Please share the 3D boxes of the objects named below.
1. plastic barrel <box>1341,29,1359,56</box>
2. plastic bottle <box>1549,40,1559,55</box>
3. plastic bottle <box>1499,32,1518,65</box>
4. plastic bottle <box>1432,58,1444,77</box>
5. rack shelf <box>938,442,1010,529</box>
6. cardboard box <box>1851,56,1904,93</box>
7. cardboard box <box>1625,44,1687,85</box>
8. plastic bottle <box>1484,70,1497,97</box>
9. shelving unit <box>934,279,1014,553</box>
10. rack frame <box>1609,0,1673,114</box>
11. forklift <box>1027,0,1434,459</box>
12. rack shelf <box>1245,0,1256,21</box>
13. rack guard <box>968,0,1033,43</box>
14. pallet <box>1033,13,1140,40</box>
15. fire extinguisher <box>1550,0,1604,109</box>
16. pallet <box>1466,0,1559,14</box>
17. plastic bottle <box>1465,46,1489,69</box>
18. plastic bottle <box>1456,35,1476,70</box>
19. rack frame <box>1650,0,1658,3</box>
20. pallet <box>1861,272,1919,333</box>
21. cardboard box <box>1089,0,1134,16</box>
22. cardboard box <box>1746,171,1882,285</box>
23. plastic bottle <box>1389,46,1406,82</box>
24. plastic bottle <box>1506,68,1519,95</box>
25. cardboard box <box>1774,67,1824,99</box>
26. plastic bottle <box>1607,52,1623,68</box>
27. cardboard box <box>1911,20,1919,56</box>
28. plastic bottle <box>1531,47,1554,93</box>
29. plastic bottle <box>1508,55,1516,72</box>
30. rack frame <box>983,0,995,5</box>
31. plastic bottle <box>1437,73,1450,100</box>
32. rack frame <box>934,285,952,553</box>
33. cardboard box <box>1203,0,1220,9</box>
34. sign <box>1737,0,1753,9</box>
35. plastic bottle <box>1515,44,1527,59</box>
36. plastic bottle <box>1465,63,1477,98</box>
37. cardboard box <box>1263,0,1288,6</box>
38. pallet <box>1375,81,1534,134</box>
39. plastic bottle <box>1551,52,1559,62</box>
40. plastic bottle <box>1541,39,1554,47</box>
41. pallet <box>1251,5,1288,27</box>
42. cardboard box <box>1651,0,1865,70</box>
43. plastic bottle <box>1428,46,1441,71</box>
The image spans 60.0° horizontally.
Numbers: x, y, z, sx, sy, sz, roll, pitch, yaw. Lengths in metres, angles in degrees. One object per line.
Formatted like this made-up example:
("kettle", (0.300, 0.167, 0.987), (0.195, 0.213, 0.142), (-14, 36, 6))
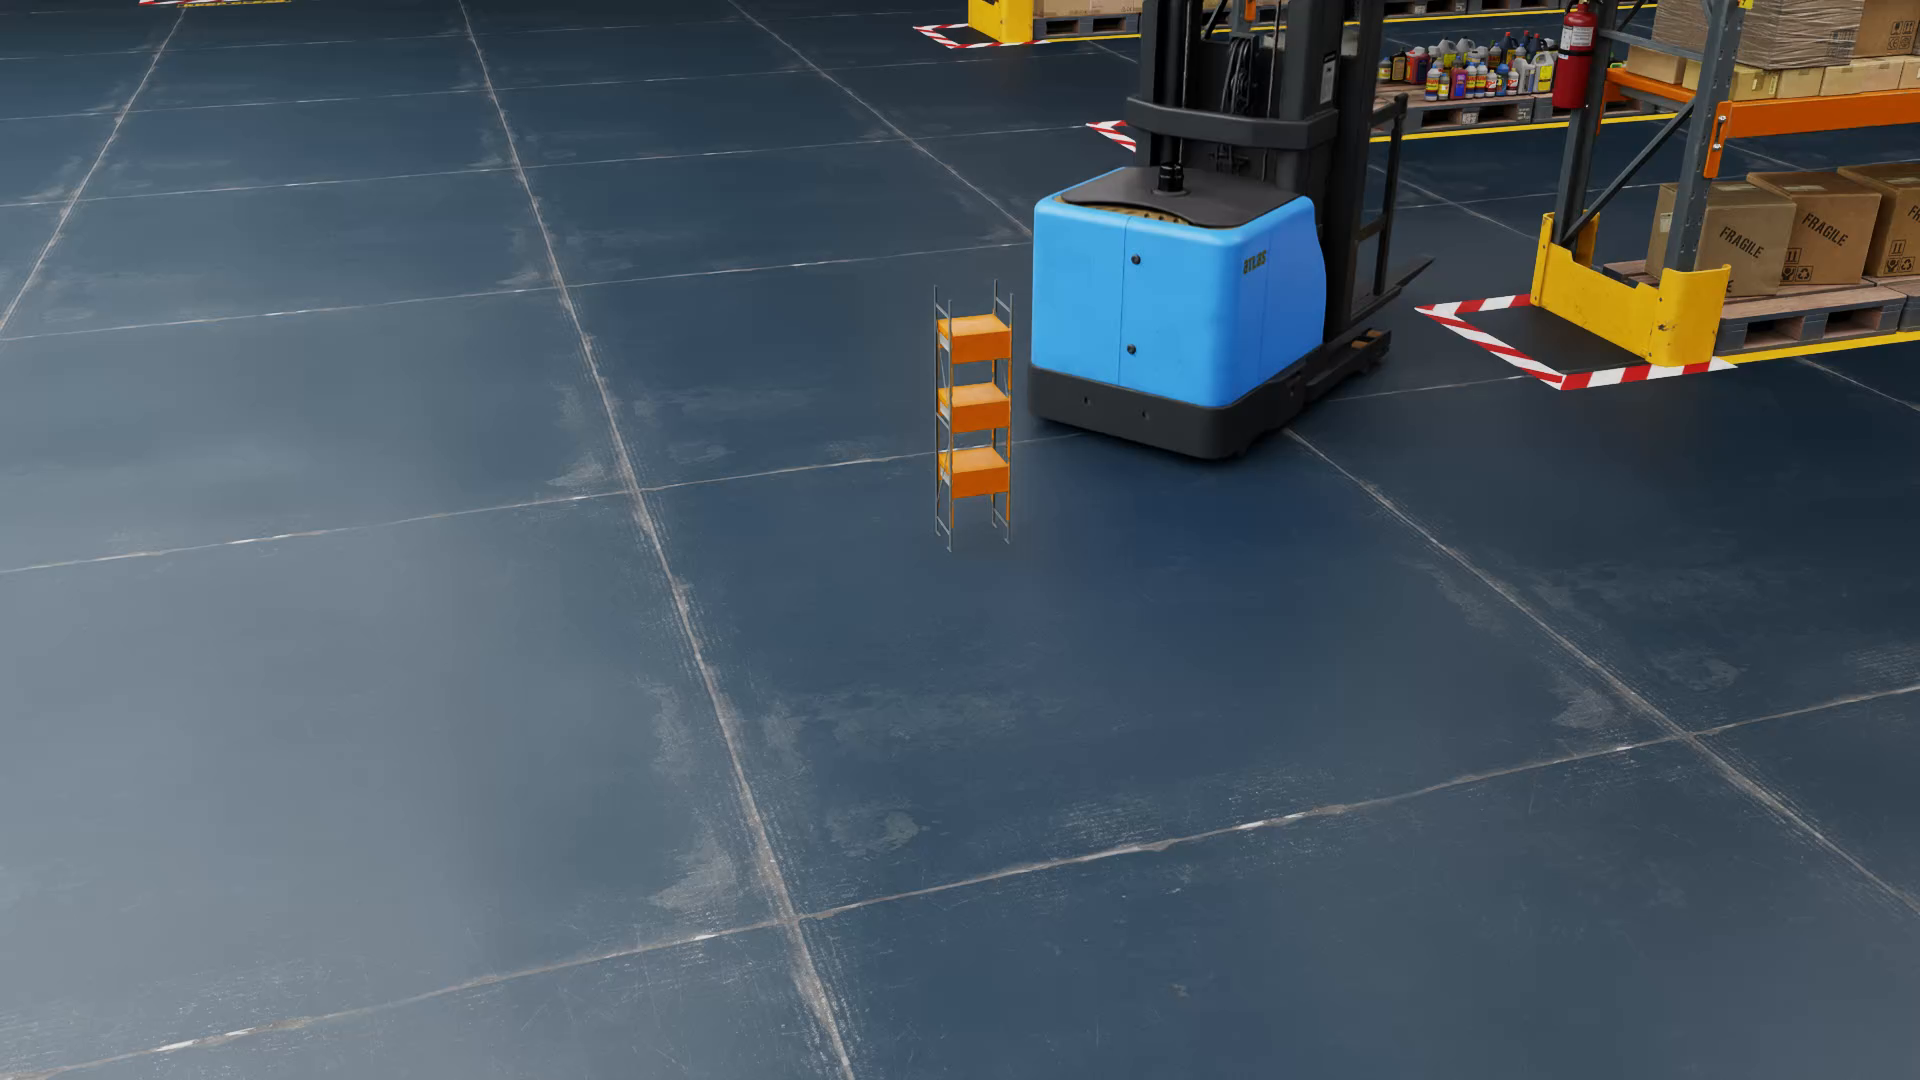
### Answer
("plastic barrel", (3.050, -3.843, 13.442), (0.421, 0.512, 0.421), (0, 26, 0))
("plastic bottle", (5.070, -4.148, 14.293), (0.133, 0.283, 0.061), (-8, 28, -16))
("plastic bottle", (4.699, -4.177, 14.274), (0.185, 0.351, 0.144), (-9, 28, -18))
("plastic bottle", (4.018, -3.951, 13.987), (0.097, 0.201, 0.097), (0, 26, 0))
("rack shelf", (0.051, -0.219, 6.660), (0.240, 0.259, 0.215), (-8, 28, -16))
("cardboard box", (4.567, -2.406, 8.506), (0.250, 0.149, 0.380), (-8, 28, -16))
("cardboard box", (3.712, -2.497, 8.688), (0.250, 0.149, 0.380), (-8, 28, -16))
("plastic bottle", (4.307, -3.713, 13.508), (0.097, 0.201, 0.097), (0, 26, 0))
("shelving unit", (0.051, -0.478, 6.531), (0.252, 1.050, 0.215), (-8, 28, -16))
("rack frame", (5.775, -5.128, 13.705), (0.127, 3.000, 1.000), (-8, 28, -16))
("forklift", (1.572, -2.269, 8.025), (1.130, 2.935, 3.031), (17, 31, 31))
("rack shelf", (3.873, -4.530, 13.311), (4.000, 0.370, 1.077), (-8, 28, -16))
("rack guard", (0.418, -5.549, 17.365), (0.348, 0.500, 1.175), (-8, 28, -16))
("pallet", (1.155, -5.546, 17.683), (1.213, 0.211, 1.003), (-8, 28, -16))
("fire extinguisher", (3.253, -2.627, 8.756), (0.183, 0.674, 0.296), (-8, 28, -16))
("pallet", (6.095, -6.261, 19.124), (1.213, 0.211, 1.003), (-8, 28, -16))
("plastic bottle", (4.365, -4.025, 14.053), (0.135, 0.276, 0.152), (-8, 28, -16))
("plastic bottle", (4.295, -4.118, 14.156), (0.185, 0.351, 0.144), (-8, 28, -17))
("rack frame", (8.048, -7.773, 19.034), (0.127, 3.000, 1.000), (-8, 28, -16))
("pallet", (5.519, -1.507, 9.549), (1.213, 0.211, 1.003), (-8, 28, -16))
("cardboard box", (1.494, -5.678, 17.435), (0.500, 0.250, 0.500), (-8, 28, -16))
("cardboard box", (4.662, -1.727, 9.194), (0.500, 0.500, 0.500), (-1, 26, -3))
("plastic bottle", (3.687, -4.019, 14.033), (0.133, 0.283, 0.061), (-8, 27, -15))
("plastic bottle", (4.502, -3.741, 13.565), (0.097, 0.201, 0.097), (0, 26, 0))
("cardboard box", (4.093, -2.335, 8.362), (0.250, 0.149, 0.380), (-8, 28, -16))
("plastic bottle", (5.419, -3.902, 13.797), (0.133, 0.283, 0.061), (-7, 27, -14))
("cardboard box", (4.963, -2.895, 8.761), (0.500, 0.500, 0.875), (-8, 28, -16))
("plastic bottle", (4.762, -3.857, 13.630), (0.185, 0.351, 0.144), (-8, 28, -16))
("plastic bottle", (4.573, -3.851, 13.693), (0.133, 0.283, 0.061), (-8, 28, -16))
("rack frame", (0.441, -6.672, 16.815), (0.127, 3.000, 1.000), (-8, 28, -16))
("plastic bottle", (3.890, -3.653, 13.386), (0.097, 0.201, 0.097), (0, 26, 0))
("rack frame", (-0.065, -0.461, 6.498), (0.008, 1.050, 0.200), (-8, 28, -16))
("cardboard box", (2.446, -5.814, 17.707), (0.500, 0.250, 0.500), (-8, 28, -16))
("sign", (3.673, -2.641, 7.723), (0.005, 0.325, 0.100), (-8, 28, -16))
("plastic bottle", (4.778, -4.096, 14.201), (0.097, 0.271, 0.097), (0, 26, 0))
("plastic bottle", (4.117, -3.717, 13.437), (0.097, 0.271, 0.097), (0, 26, 0))
("cardboard box", (3.392, -5.958, 17.998), (0.500, 0.250, 0.500), (-8, 28, -16))
("pallet", (3.961, -3.634, 13.833), (1.213, 0.211, 1.003), (-8, 28, -16))
("plastic bottle", (4.999, -3.927, 13.855), (0.135, 0.276, 0.152), (-8, 28, -16))
("plastic bottle", (5.037, -4.190, 14.385), (0.135, 0.276, 0.152), (-7, 27, -14))
("pallet", (3.475, -5.882, 18.360), (1.213, 0.211, 1.003), (-8, 28, -16))
("cardboard box", (4.036, -2.725, 8.418), (0.500, 0.500, 0.875), (-8, 28, -16))
("plastic bottle", (3.962, -4.034, 14.072), (0.135, 0.276, 0.152), (-9, 28, -18))
